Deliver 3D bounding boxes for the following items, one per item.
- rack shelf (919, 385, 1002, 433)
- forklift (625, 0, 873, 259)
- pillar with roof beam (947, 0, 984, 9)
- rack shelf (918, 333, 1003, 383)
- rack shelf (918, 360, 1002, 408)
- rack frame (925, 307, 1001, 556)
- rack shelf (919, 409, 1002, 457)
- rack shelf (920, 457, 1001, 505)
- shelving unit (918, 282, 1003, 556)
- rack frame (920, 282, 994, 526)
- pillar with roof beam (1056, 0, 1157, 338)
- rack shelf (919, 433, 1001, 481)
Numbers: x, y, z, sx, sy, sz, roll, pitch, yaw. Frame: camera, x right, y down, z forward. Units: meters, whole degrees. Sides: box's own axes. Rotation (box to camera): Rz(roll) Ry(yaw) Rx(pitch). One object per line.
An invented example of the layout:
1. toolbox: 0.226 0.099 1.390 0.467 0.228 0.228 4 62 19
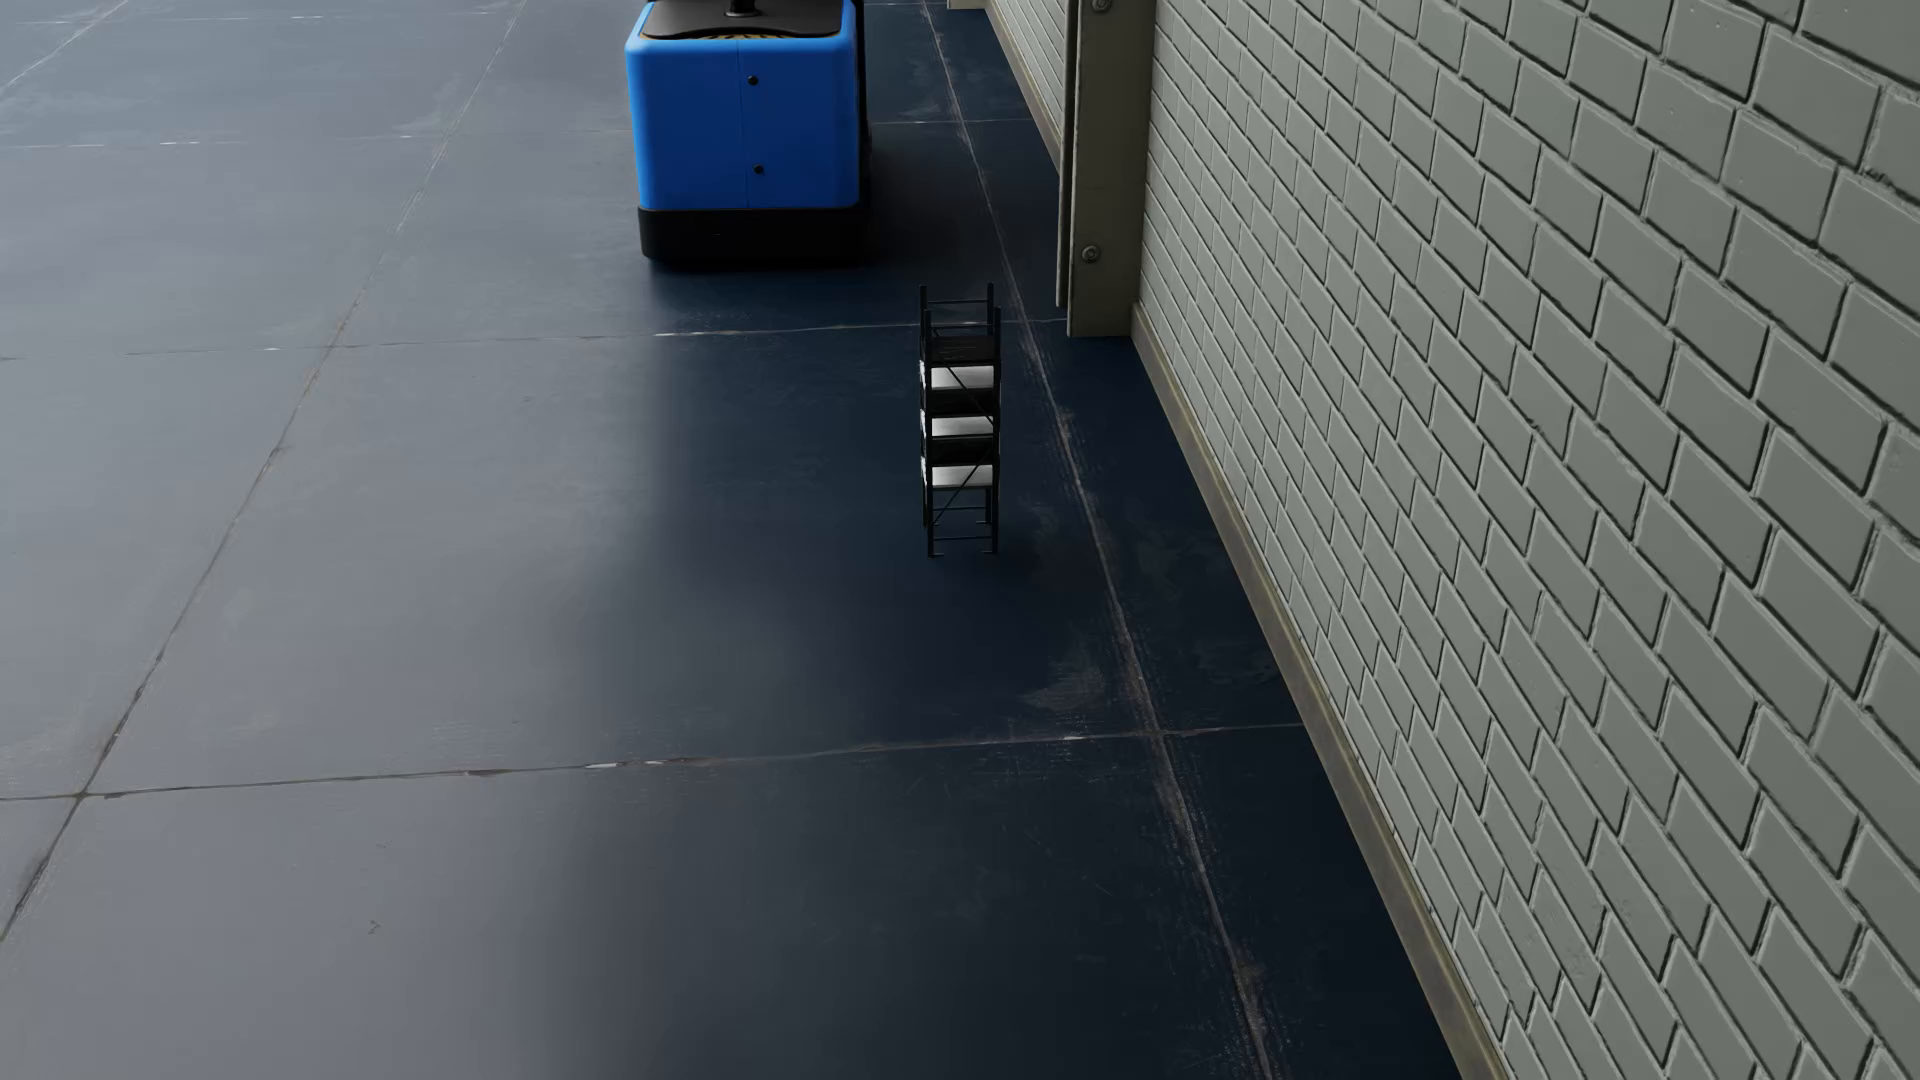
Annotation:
1. rack shelf: -0.001 -0.439 5.497 0.258 0.077 0.200 -3 31 -5
2. forklift: -1.043 -3.300 8.416 1.130 2.935 3.031 -1 31 -2
3. pillar with roof beam: -4.239 -7.709 9.880 9.100 9.000 0.400 -3 31 -5
4. rack shelf: -0.001 -0.594 5.405 0.258 0.077 0.200 -3 31 -5
5. rack shelf: -0.001 -0.516 5.451 0.258 0.077 0.200 -3 31 -5
6. rack frame: 0.009 -0.339 5.439 0.240 0.900 0.006 -3 31 -5
7. rack shelf: -0.001 -0.362 5.543 0.258 0.077 0.200 -3 31 -5
8. rack shelf: -0.001 -0.207 5.636 0.258 0.077 0.200 -3 31 -5
9. shelving unit: -0.001 -0.390 5.526 0.258 0.900 0.210 -3 31 -5
10. rack frame: -0.010 -0.442 5.613 0.240 0.900 0.006 -3 31 -5
11. pillar with roof beam: -3.679 -4.645 4.752 9.100 9.000 0.400 -3 31 -5
12. rack shelf: -0.001 -0.285 5.589 0.258 0.077 0.200 -3 31 -5
